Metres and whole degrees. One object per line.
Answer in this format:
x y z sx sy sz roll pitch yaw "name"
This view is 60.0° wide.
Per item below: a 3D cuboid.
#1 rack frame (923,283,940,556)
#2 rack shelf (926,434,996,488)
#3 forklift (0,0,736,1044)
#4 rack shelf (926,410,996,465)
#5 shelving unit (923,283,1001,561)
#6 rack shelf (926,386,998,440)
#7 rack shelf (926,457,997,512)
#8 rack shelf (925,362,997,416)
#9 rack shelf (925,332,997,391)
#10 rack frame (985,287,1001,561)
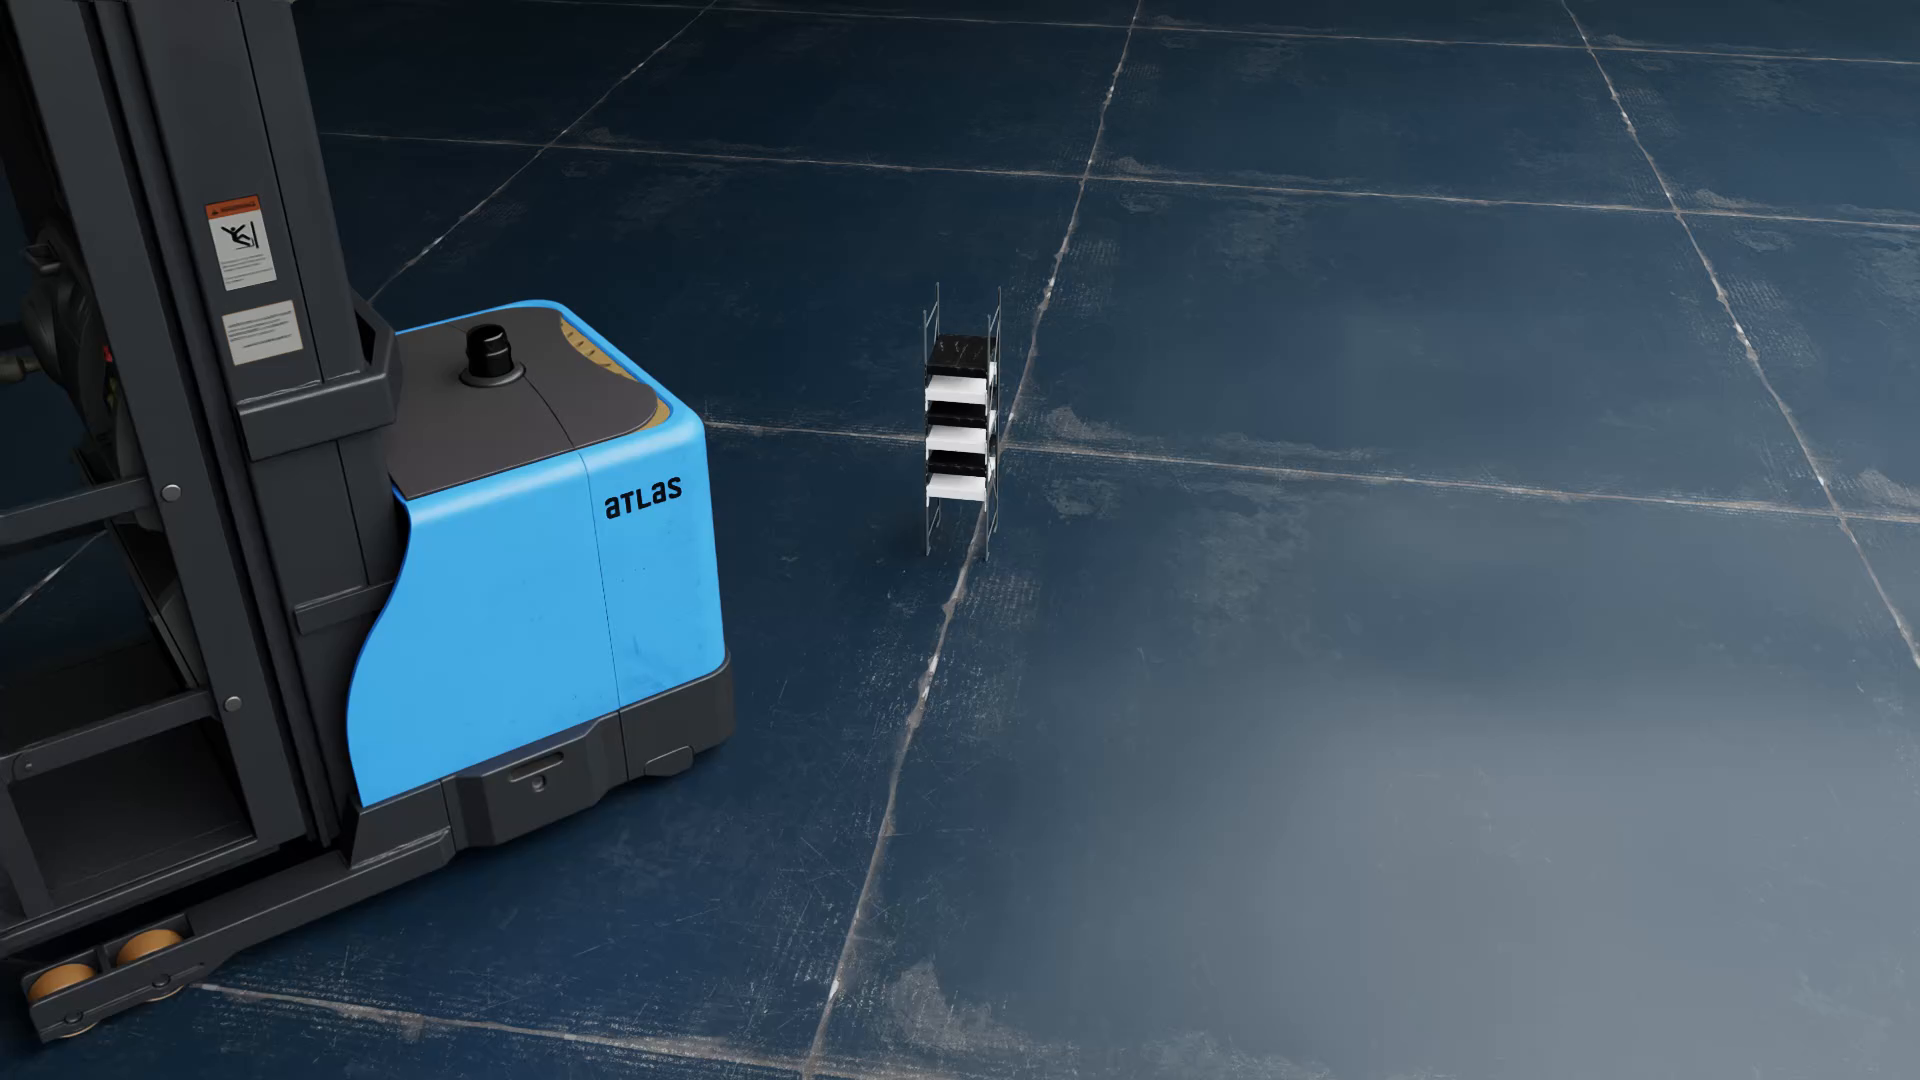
-0.092 -0.390 5.525 0.006 0.900 0.240 5 32 8 "rack frame"
0.008 -0.276 5.576 0.200 0.077 0.258 5 32 8 "rack shelf"
-2.140 -0.400 3.627 3.031 2.935 1.130 -20 37 -29 "forklift"
0.008 -0.352 5.528 0.200 0.077 0.258 5 32 8 "rack shelf"
0.008 -0.381 5.510 0.210 0.900 0.258 5 32 8 "shelving unit"
0.008 -0.429 5.480 0.200 0.077 0.258 5 32 8 "rack shelf"
0.008 -0.200 5.623 0.200 0.077 0.258 5 32 8 "rack shelf"
0.008 -0.505 5.432 0.200 0.077 0.258 5 32 8 "rack shelf"
0.008 -0.581 5.384 0.200 0.077 0.258 5 32 8 "rack shelf"
0.108 -0.372 5.496 0.006 0.900 0.240 5 32 8 "rack frame"
